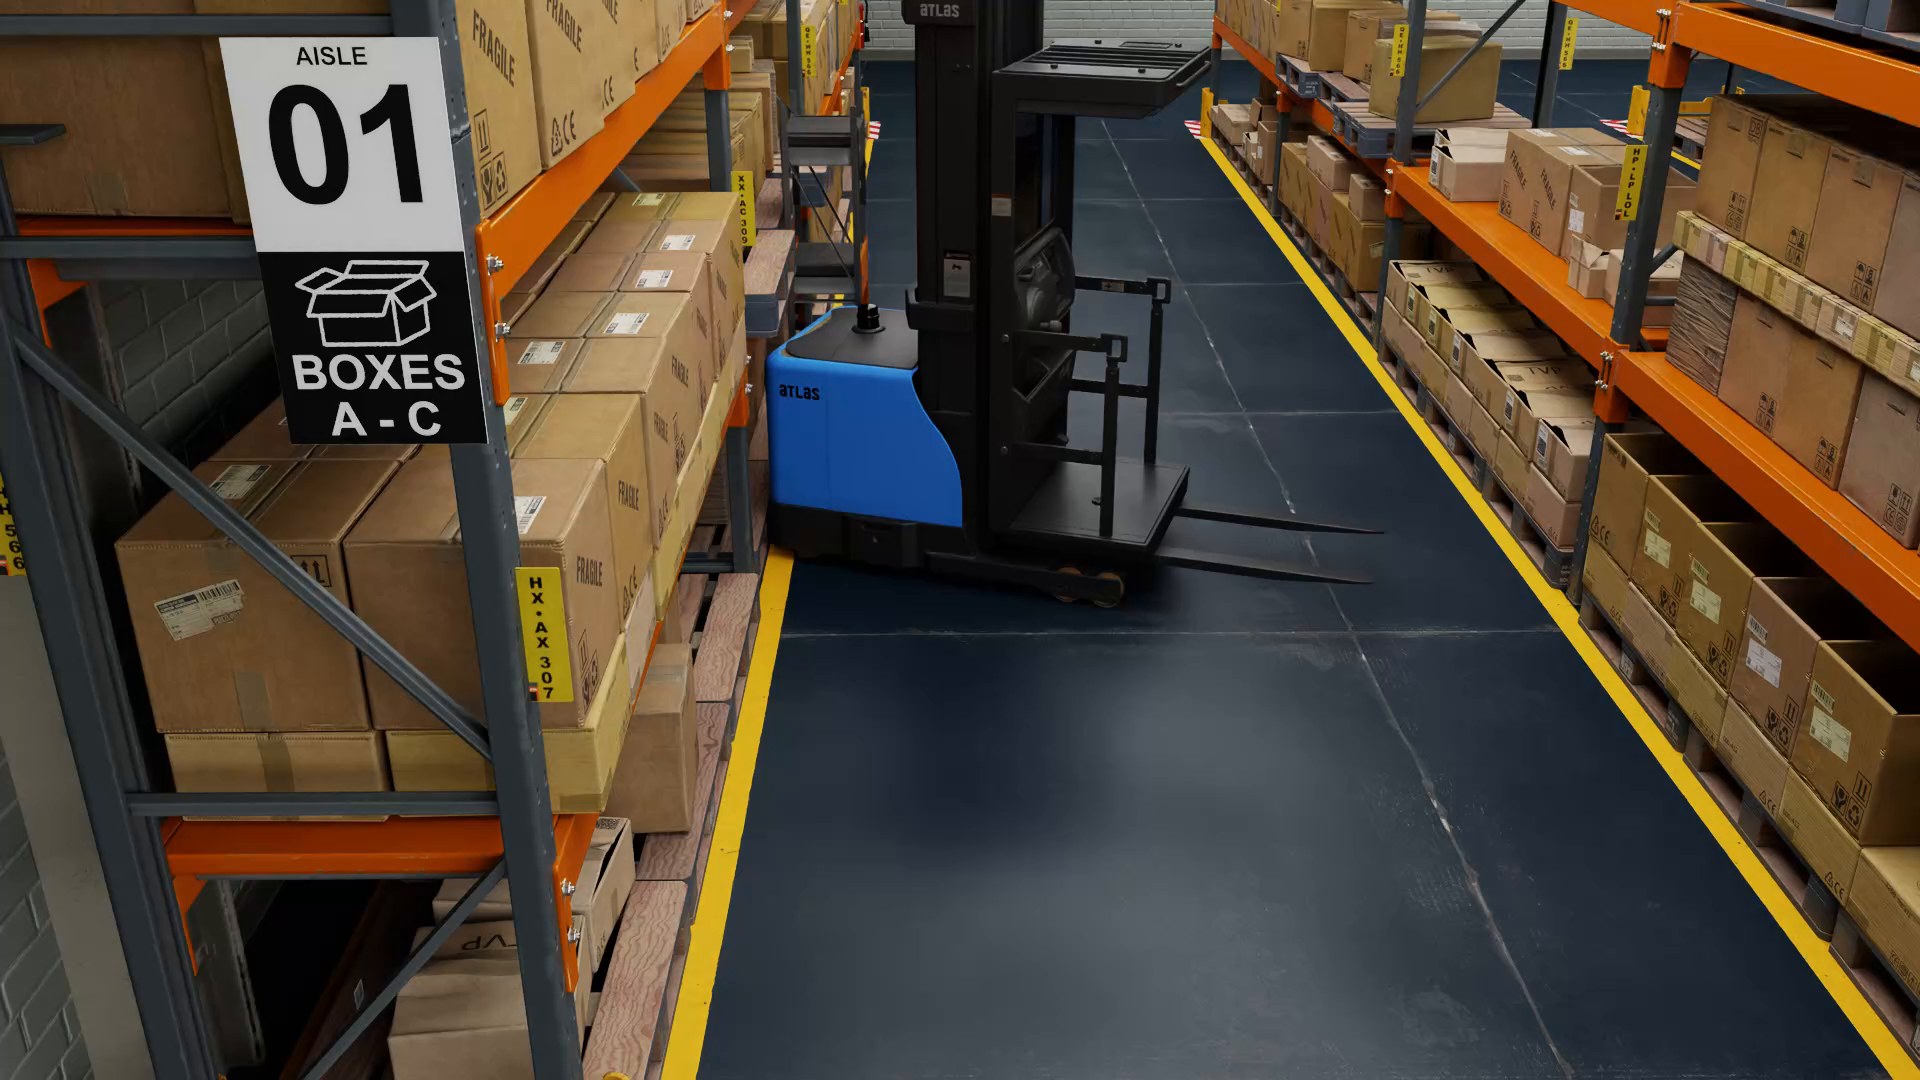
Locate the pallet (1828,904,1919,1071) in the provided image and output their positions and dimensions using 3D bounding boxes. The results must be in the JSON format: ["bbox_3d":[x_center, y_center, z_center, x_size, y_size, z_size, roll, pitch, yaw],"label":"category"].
[{"bbox_3d":[3.458,1.536,5.097,1.003,0.211,1.213,0,24,-1],"label":"pallet"}]

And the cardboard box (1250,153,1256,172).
[{"bbox_3d":[3.023,-3.653,16.113,0.380,0.149,0.250,0,24,-1],"label":"cardboard box"}]

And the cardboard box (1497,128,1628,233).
[{"bbox_3d":[3.456,-2.070,9.565,0.500,0.500,0.500,-2,24,-3],"label":"cardboard box"}]

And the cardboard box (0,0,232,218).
[{"bbox_3d":[-1.703,-0.988,3.508,0.500,0.500,0.500,1,24,3],"label":"cardboard box"}]

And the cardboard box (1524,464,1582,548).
[{"bbox_3d":[3.170,-0.176,8.325,0.500,0.250,0.500,0,24,-1],"label":"cardboard box"}]

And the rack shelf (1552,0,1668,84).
[{"bbox_3d":[3.443,-2.931,8.823,1.077,0.370,4.000,0,24,-1],"label":"rack shelf"}]

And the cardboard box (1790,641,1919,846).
[{"bbox_3d":[3.179,0.669,5.548,0.500,0.500,0.500,0,24,-1],"label":"cardboard box"}]

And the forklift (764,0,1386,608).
[{"bbox_3d":[0.596,-1.255,7.969,3.031,2.935,1.130,8,25,16],"label":"forklift"}]

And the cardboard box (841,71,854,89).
[{"bbox_3d":[-1.325,-4.891,17.661,0.380,0.149,0.250,0,24,1],"label":"cardboard box"}]

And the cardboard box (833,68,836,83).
[{"bbox_3d":[-1.263,-3.993,14.219,0.380,0.149,0.250,0,24,0],"label":"cardboard box"}]

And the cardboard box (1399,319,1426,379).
[{"bbox_3d":[3.140,-1.230,10.657,0.500,0.250,0.500,-1,24,-2],"label":"cardboard box"}]

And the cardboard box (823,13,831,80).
[{"bbox_3d":[-1.306,-3.924,13.280,0.500,0.500,0.500,0,24,0],"label":"cardboard box"}]

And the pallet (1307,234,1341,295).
[{"bbox_3d":[3.440,-2.254,13.479,1.003,0.211,1.213,0,24,-1],"label":"pallet"}]

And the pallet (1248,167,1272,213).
[{"bbox_3d":[3.371,-3.376,15.959,1.003,0.211,1.213,0,24,-1],"label":"pallet"}]

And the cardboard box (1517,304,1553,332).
[{"bbox_3d":[3.688,-1.273,10.071,0.500,0.311,0.500,0,24,-1],"label":"cardboard box"}]

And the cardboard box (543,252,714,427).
[{"bbox_3d":[-1.168,-0.720,5.949,0.500,0.500,0.500,-1,24,-2],"label":"cardboard box"}]

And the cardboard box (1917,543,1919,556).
[{"bbox_3d":[3.506,-0.078,5.162,0.700,0.500,0.500,0,24,0],"label":"cardboard box"}]

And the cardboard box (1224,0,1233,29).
[{"bbox_3d":[3.086,-5.661,17.506,0.500,0.500,0.500,0,24,-1],"label":"cardboard box"}]

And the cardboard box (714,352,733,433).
[{"bbox_3d":[-1.183,-0.585,6.562,0.500,0.250,0.500,0,24,0],"label":"cardboard box"}]

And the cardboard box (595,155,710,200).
[{"bbox_3d":[-1.460,-1.500,7.770,0.700,0.500,0.500,0,24,0],"label":"cardboard box"}]

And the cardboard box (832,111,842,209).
[{"bbox_3d":[-1.439,-3.285,14.472,0.750,0.750,0.750,0,24,0],"label":"cardboard box"}]

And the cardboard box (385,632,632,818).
[{"bbox_3d":[-1.133,0.461,4.248,0.500,0.250,0.500,-1,24,-2],"label":"cardboard box"}]

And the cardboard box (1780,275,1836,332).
[{"bbox_3d":[3.286,-0.876,6.139,0.380,0.149,0.250,-1,24,-2],"label":"cardboard box"}]

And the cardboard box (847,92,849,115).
[{"bbox_3d":[-1.500,-4.339,17.228,0.700,0.500,0.500,-1,24,-2],"label":"cardboard box"}]

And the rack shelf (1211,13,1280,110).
[{"bbox_3d":[3.356,-4.860,16.729,1.077,0.370,4.000,0,24,-1],"label":"rack shelf"}]

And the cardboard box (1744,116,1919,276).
[{"bbox_3d":[3.483,-1.313,6.318,0.700,0.500,0.500,0,24,-1],"label":"cardboard box"}]

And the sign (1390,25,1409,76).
[{"bbox_3d":[2.879,-3.201,10.878,0.100,0.325,0.005,0,24,-1],"label":"sign"}]

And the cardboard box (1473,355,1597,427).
[{"bbox_3d":[3.159,-0.847,9.130,0.500,0.311,0.500,0,24,-1],"label":"cardboard box"}]

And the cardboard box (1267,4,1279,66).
[{"bbox_3d":[3.115,-4.614,15.191,0.500,0.500,0.500,0,24,0],"label":"cardboard box"}]

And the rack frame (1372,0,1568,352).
[{"bbox_3d":[3.421,-2.716,11.115,1.000,3.000,0.127,0,24,-1],"label":"rack frame"}]

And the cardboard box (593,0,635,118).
[{"bbox_3d":[-1.178,-1.391,4.400,0.500,0.500,0.500,1,24,2],"label":"cardboard box"}]

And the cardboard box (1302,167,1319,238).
[{"bbox_3d":[3.154,-2.799,13.799,0.500,0.500,0.500,0,24,0],"label":"cardboard box"}]

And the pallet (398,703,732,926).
[{"bbox_3d":[-1.430,1.007,6.266,1.003,0.211,1.213,0,24,-1],"label":"pallet"}]

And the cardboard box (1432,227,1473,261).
[{"bbox_3d":[3.702,-1.966,11.957,0.500,0.500,0.500,1,24,2],"label":"cardboard box"}]

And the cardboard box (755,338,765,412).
[{"bbox_3d":[-1.549,-1.040,9.908,0.700,0.500,0.500,0,24,-1],"label":"cardboard box"}]

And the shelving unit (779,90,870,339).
[{"bbox_3d":[-0.734,-1.398,9.294,0.431,2.100,0.503,0,24,1],"label":"shelving unit"}]

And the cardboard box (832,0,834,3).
[{"bbox_3d":[-1.315,-4.681,14.043,0.500,0.250,0.500,0,24,1],"label":"cardboard box"}]

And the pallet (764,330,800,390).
[{"bbox_3d":[-1.525,-1.099,10.925,1.003,0.211,1.213,0,24,-1],"label":"pallet"}]

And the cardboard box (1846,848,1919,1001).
[{"bbox_3d":[3.190,1.217,5.247,0.500,0.250,0.500,0,24,-1],"label":"cardboard box"}]

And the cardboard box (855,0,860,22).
[{"bbox_3d":[-1.604,-5.915,17.824,0.980,0.700,0.700,1,24,2],"label":"cardboard box"}]

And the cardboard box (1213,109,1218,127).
[{"bbox_3d":[2.997,-4.645,18.284,0.380,0.166,0.250,0,24,-1],"label":"cardboard box"}]

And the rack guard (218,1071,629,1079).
[{"bbox_3d":[-1.446,1.712,4.358,1.175,0.500,0.348,0,24,-1],"label":"rack guard"}]

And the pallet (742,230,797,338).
[{"bbox_3d":[-1.351,-1.272,8.155,1.003,0.211,1.213,0,24,-1],"label":"pallet"}]

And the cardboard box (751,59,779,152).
[{"bbox_3d":[-1.517,-2.744,10.523,0.700,0.500,0.500,-3,25,-7],"label":"cardboard box"}]

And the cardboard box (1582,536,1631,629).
[{"bbox_3d":[3.167,0.186,7.525,0.500,0.250,0.500,0,24,-1],"label":"cardboard box"}]

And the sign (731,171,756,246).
[{"bbox_3d":[-0.946,-1.444,7.252,0.100,0.325,0.005,0,24,-1],"label":"sign"}]

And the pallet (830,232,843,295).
[{"bbox_3d":[-1.476,-2.248,13.464,1.003,0.211,1.213,0,24,-1],"label":"pallet"}]

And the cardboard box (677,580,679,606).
[{"bbox_3d":[-1.453,0.267,7.424,0.380,0.166,0.250,-3,25,-7],"label":"cardboard box"}]

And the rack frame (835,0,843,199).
[{"bbox_3d":[-1.576,-4.340,14.706,1.000,3.000,0.127,0,24,-1],"label":"rack frame"}]

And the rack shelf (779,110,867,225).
[{"bbox_3d":[-0.734,-2.024,9.011,0.431,0.518,0.480,0,24,1],"label":"rack shelf"}]

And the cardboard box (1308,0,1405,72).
[{"bbox_3d":[3.230,-4.122,13.592,0.700,0.500,0.500,4,25,8],"label":"cardboard box"}]

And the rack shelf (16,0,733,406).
[{"bbox_3d":[-1.467,-1.258,5.126,1.077,0.370,4.000,0,24,-1],"label":"rack shelf"}]
